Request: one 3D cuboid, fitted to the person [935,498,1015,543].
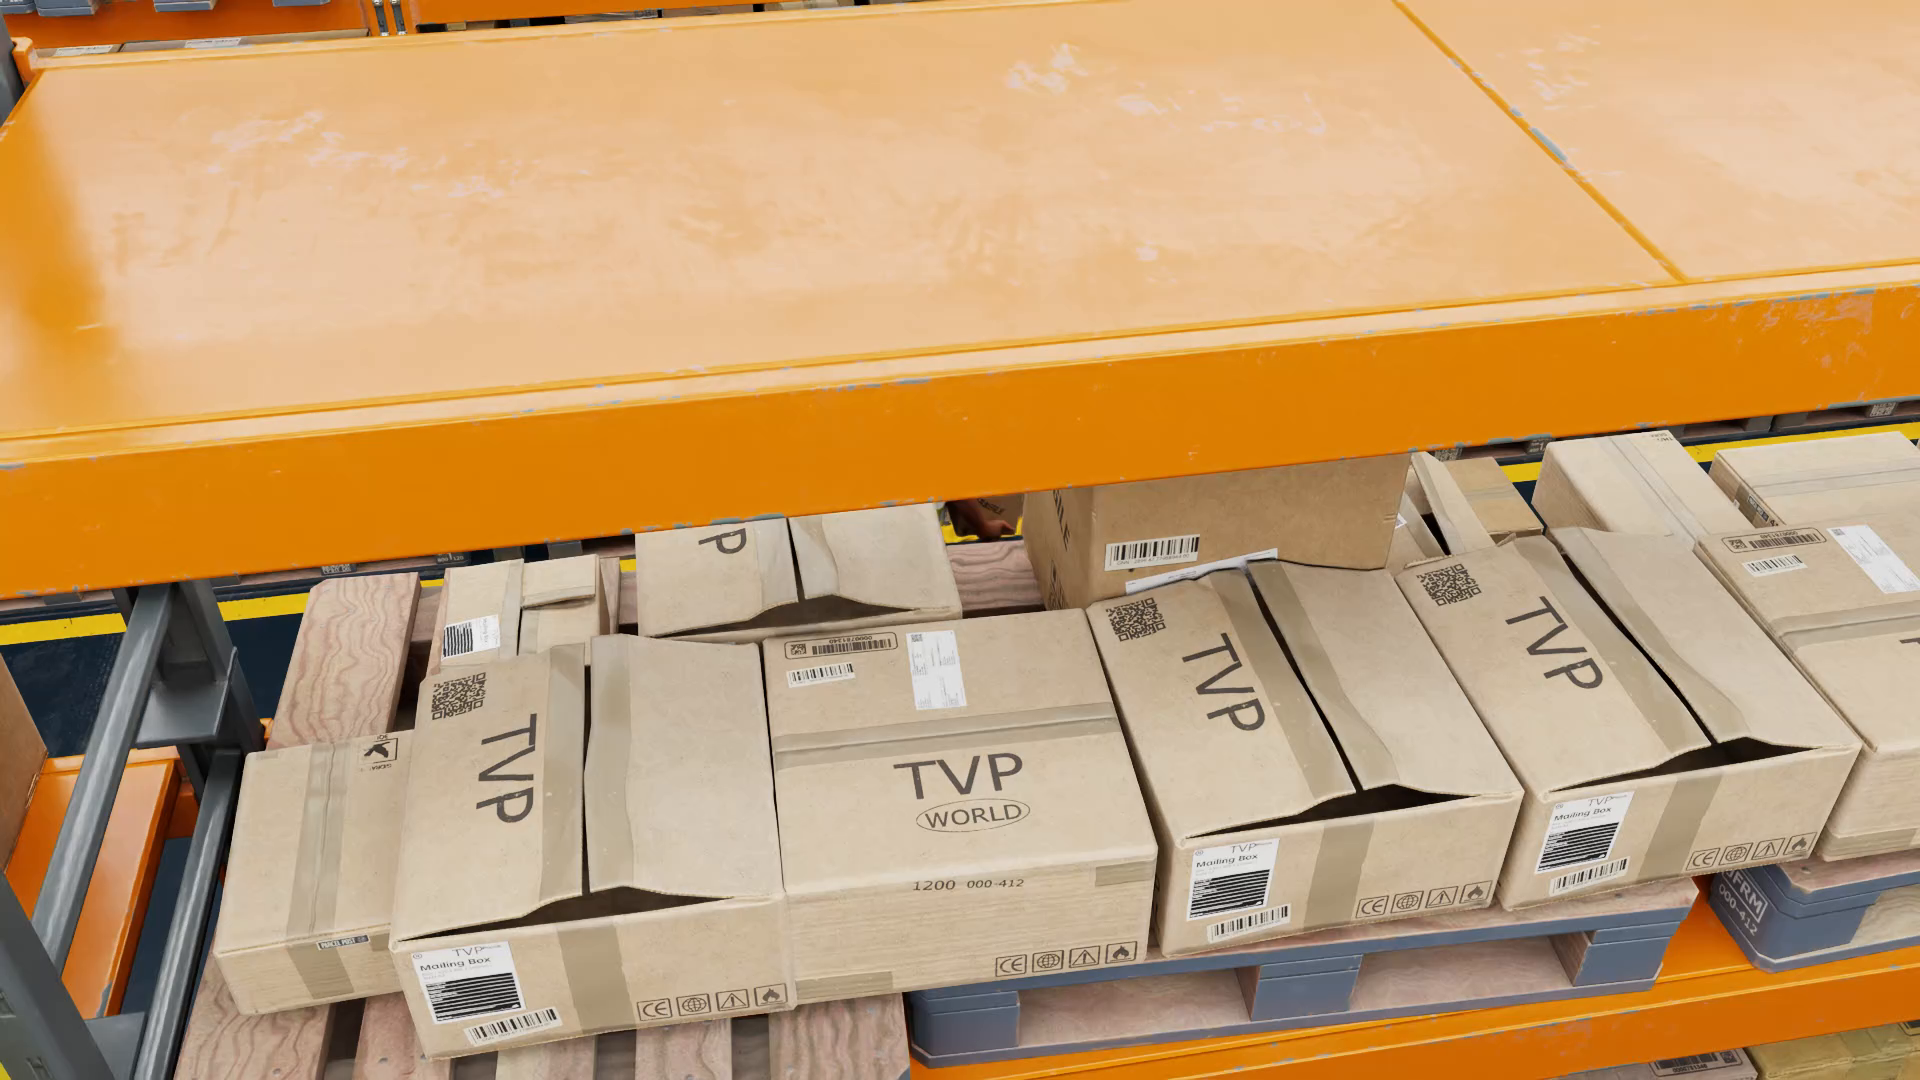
[{"bbox_3d":[-0.096,-0.131,6.810,0.591,1.743,0.503,-7,39,-9],"label":"person"}]
